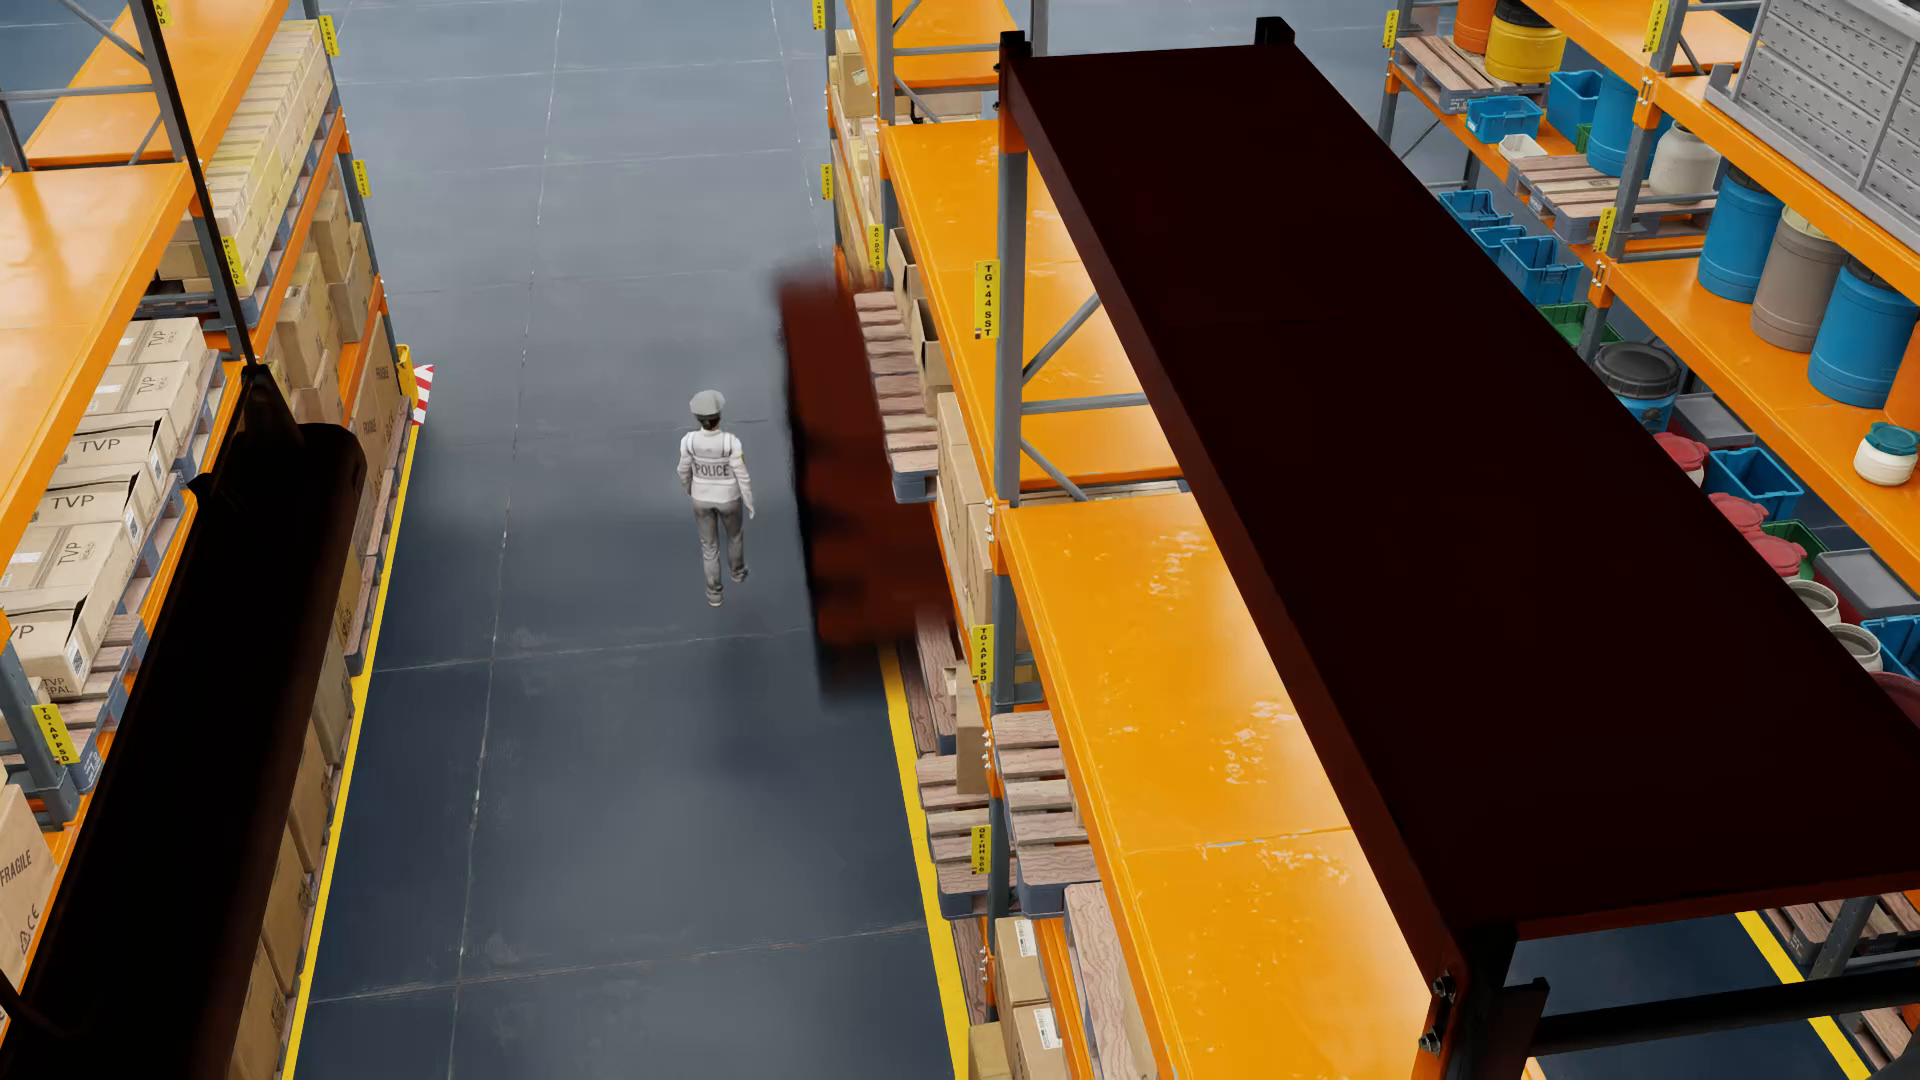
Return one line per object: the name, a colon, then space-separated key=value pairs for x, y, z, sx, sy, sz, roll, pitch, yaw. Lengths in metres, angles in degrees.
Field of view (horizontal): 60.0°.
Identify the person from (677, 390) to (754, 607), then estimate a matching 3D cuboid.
person: x=-1.744 y=-0.318 z=11.986 sx=0.539 sy=1.684 sz=0.585 roll=2 pitch=36 yaw=2
